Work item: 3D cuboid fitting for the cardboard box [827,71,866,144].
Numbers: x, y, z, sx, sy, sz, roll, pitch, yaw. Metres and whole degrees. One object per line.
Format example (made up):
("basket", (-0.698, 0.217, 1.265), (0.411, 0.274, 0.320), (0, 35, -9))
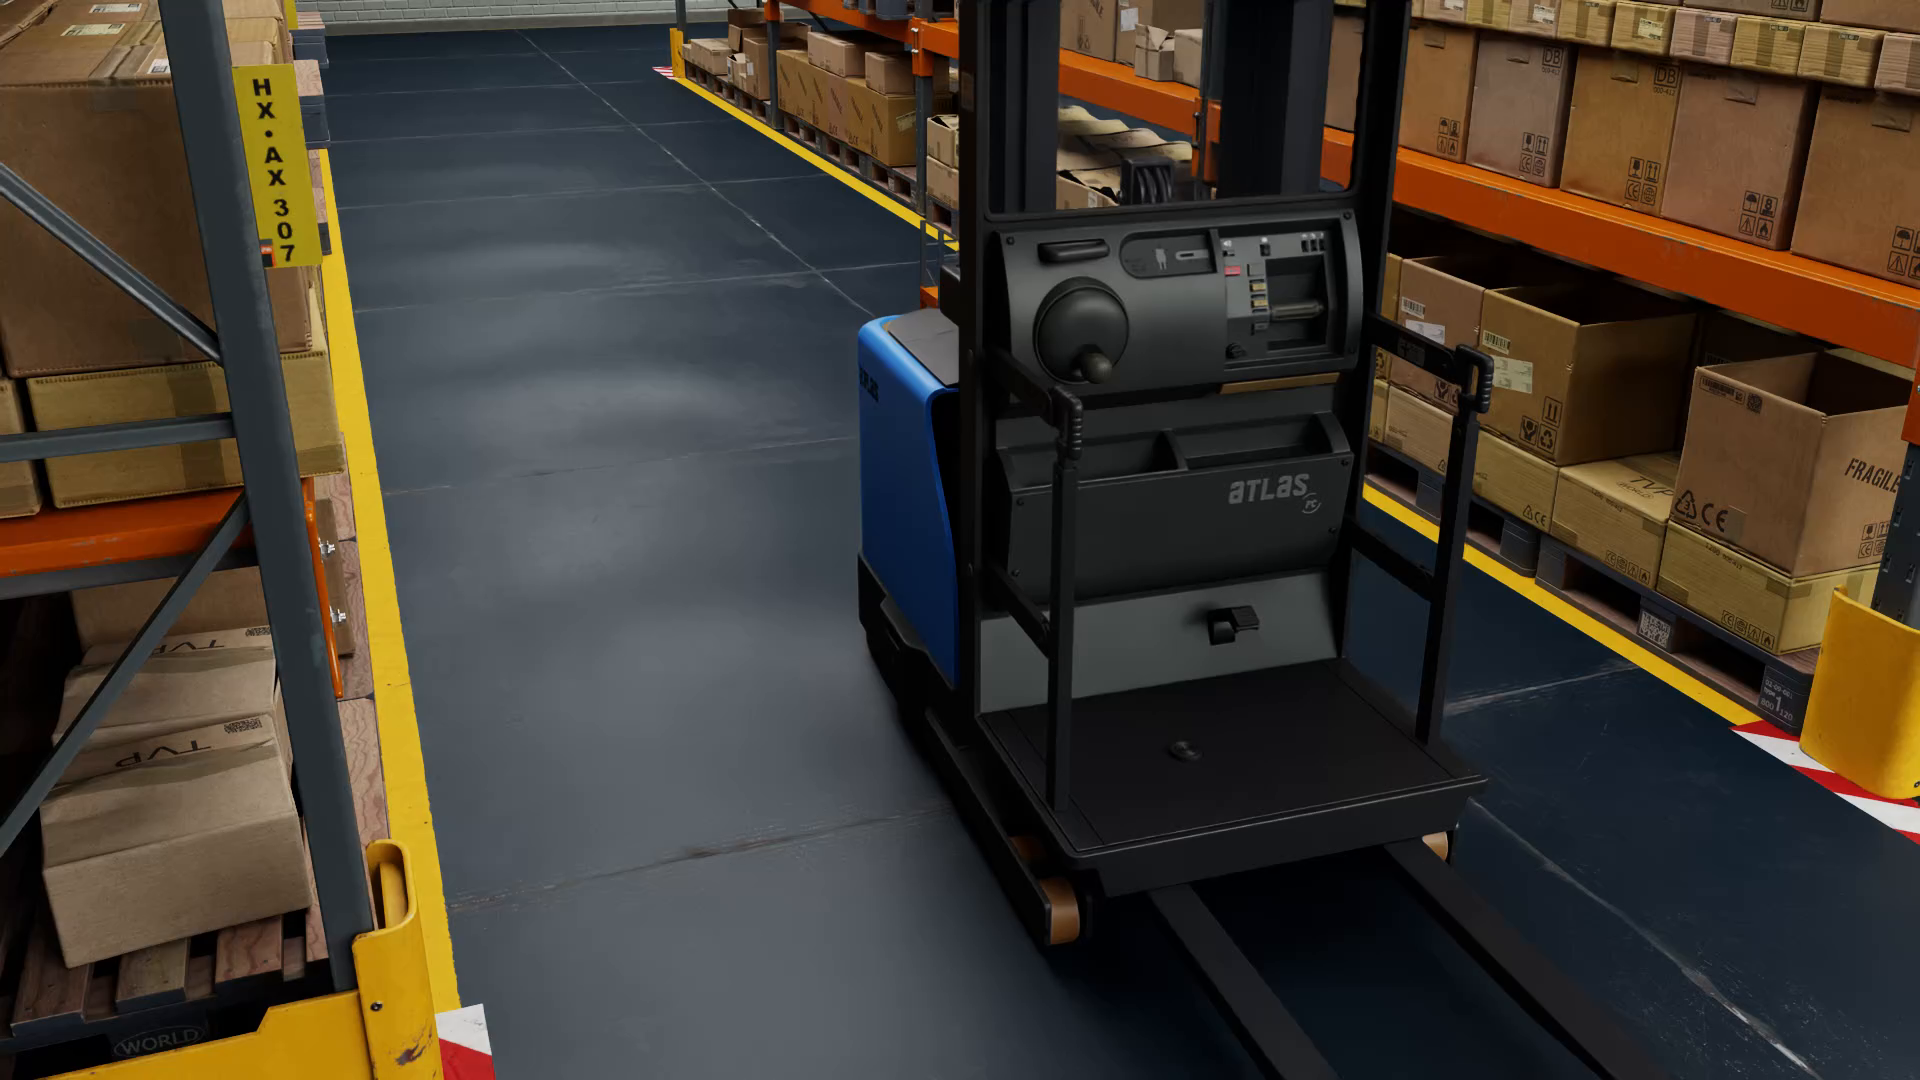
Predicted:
("cardboard box", (-0.740, -3.458, 13.243), (0.500, 0.500, 0.500), (-9, 25, -21))

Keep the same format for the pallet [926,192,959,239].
("pallet", (0.438, -2.132, 11.036), (1.003, 0.211, 1.213), (-8, 24, -19))

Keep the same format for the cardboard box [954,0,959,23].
("cardboard box", (0.271, -3.542, 10.906), (0.500, 0.311, 0.500), (-7, 24, -16))

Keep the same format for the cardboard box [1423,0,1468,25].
("cardboard box", (1.970, -2.021, 6.219), (0.380, 0.149, 0.250), (-9, 25, -21))

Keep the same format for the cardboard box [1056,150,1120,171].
("cardboard box", (0.648, -2.113, 9.680), (0.500, 0.311, 0.500), (-9, 24, -20))

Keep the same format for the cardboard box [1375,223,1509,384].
("cardboard box", (1.821, -0.965, 6.712), (0.500, 0.500, 0.500), (-8, 24, -19))

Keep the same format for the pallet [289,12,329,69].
("pallet", (-4.098, -2.707, 9.059), (1.213, 0.211, 1.003), (-8, 24, -19))

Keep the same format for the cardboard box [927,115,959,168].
("cardboard box", (0.094, -2.676, 11.013), (0.500, 0.311, 0.500), (-7, 24, -17))

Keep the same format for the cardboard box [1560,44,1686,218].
("cardboard box", (2.497, -1.403, 5.588), (0.700, 0.500, 0.500), (-8, 24, -19))

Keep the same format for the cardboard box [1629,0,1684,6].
("cardboard box", (2.469, -2.022, 5.387), (0.700, 0.500, 0.500), (-8, 24, -19))

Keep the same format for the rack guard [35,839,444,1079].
("rack guard", (-1.650, 0.991, 3.255), (1.175, 0.500, 0.348), (-8, 24, -19))

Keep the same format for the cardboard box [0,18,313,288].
("cardboard box", (-1.676, -0.815, 3.523), (0.500, 0.500, 0.500), (-8, 24, -19))

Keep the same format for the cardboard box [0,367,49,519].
("cardboard box", (-1.970, -0.217, 3.070), (0.500, 0.250, 0.500), (-8, 24, -18))

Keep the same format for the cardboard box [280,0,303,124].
("cardboard box", (-2.398, -1.563, 5.297), (0.500, 0.500, 0.500), (-8, 24, -19))

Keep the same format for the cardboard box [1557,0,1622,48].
("cardboard box", (2.238, -1.742, 5.558), (0.380, 0.149, 0.250), (-8, 24, -18))

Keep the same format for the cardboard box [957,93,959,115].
("cardboard box", (0.290, -2.977, 12.102), (0.500, 0.500, 0.500), (-7, 24, -17))

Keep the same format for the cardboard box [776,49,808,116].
("cardboard box", (-1.286, -4.016, 14.569), (0.500, 0.500, 0.500), (-9, 25, -21))

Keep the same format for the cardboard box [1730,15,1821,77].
("cardboard box", (2.512, -1.460, 4.888), (0.380, 0.149, 0.250), (-9, 24, -20))

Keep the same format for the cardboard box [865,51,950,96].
("cardboard box", (-0.390, -3.445, 12.248), (0.500, 0.250, 0.500), (-7, 24, -17))

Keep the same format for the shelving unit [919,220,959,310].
("shelving unit", (0.005, -0.548, 6.005), (0.258, 1.200, 0.189), (-8, 24, -19))

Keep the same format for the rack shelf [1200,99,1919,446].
("rack shelf", (2.303, -1.210, 6.184), (1.077, 0.370, 4.000), (-8, 24, -19))

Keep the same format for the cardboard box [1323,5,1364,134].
("cardboard box", (1.952, -1.963, 6.916), (0.700, 0.500, 0.500), (-9, 24, -20))

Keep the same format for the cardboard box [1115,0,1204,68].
("cardboard box", (1.155, -2.787, 8.871), (0.500, 0.500, 0.500), (-7, 24, -15))

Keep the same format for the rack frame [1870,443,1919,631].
("rack frame", (3.010, -0.814, 4.320), (1.000, 3.000, 0.127), (-8, 24, -19))

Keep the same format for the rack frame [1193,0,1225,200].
("rack frame", (1.597, -2.268, 7.769), (1.000, 3.000, 0.127), (-8, 24, -19))

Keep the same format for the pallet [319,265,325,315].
("pallet", (-4.175, -1.471, 9.468), (1.003, 0.211, 1.213), (-8, 24, -19))

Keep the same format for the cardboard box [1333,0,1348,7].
("cardboard box", (1.692, -2.304, 6.890), (0.380, 0.149, 0.250), (-9, 24, -20))

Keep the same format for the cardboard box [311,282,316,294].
("cardboard box", (-1.695, -0.481, 3.697), (0.500, 0.250, 0.500), (-9, 25, -21))

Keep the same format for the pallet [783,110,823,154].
("pallet", (-0.907, -3.599, 14.518), (1.003, 0.211, 1.213), (-8, 24, -19))

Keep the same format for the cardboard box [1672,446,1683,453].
("cardboard box", (2.672, -0.329, 6.168), (0.500, 0.250, 0.500), (-8, 24, -19))

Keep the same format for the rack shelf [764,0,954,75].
("rack shelf", (-0.523, -4.116, 13.081), (1.077, 0.370, 4.000), (-8, 24, -19))

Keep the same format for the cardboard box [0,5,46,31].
("cardboard box", (-2.344, -0.933, 3.803), (0.500, 0.500, 0.500), (-9, 24, -20))

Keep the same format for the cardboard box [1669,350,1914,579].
("cardboard box", (2.542, -0.240, 4.992), (0.500, 0.500, 0.500), (-8, 24, -19))

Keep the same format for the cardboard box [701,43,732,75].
("cardboard box", (-2.362, -4.964, 17.139), (0.500, 0.250, 0.500), (-8, 24, -19))

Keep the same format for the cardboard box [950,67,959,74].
("cardboard box", (-0.262, -3.538, 13.434), (0.500, 0.500, 0.500), (-9, 25, -21))

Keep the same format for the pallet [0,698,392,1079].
("pallet", (-1.904, 0.824, 4.023), (1.003, 0.211, 1.213), (-8, 24, -19))

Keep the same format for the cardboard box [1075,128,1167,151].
("cardboard box", (0.965, -2.378, 10.307), (0.500, 0.311, 0.500), (-9, 24, -19))

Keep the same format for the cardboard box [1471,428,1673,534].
("cardboard box", (2.178, -0.257, 5.996), (0.500, 0.250, 0.500), (-8, 24, -19))

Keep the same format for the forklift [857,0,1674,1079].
("forklift", (0.611, -0.560, 3.806), (1.130, 2.935, 3.031), (-7, 24, -17))

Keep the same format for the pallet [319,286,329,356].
("pallet", (-3.747, -1.029, 8.418), (1.003, 0.211, 1.213), (-8, 24, -19))

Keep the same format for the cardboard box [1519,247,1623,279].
("cardboard box", (2.501, -0.857, 6.456), (0.500, 0.500, 0.500), (-8, 24, -19))

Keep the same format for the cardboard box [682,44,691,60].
("cardboard box", (-2.816, -5.318, 18.109), (0.380, 0.149, 0.250), (-8, 24, -19))

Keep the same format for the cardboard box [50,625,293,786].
("cardboard box", (-1.985, 0.432, 4.258), (0.500, 0.311, 0.500), (-6, 24, -15))

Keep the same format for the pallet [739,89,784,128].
("pallet", (-1.471, -4.139, 15.799), (1.003, 0.211, 1.213), (-8, 24, -19))

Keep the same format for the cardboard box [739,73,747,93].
("cardboard box", (-1.885, -4.360, 15.836), (0.380, 0.149, 0.250), (-8, 24, -19))

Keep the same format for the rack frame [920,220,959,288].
("rack frame", (-0.027, -0.581, 6.083), (0.240, 1.200, 0.006), (-8, 24, -19))
